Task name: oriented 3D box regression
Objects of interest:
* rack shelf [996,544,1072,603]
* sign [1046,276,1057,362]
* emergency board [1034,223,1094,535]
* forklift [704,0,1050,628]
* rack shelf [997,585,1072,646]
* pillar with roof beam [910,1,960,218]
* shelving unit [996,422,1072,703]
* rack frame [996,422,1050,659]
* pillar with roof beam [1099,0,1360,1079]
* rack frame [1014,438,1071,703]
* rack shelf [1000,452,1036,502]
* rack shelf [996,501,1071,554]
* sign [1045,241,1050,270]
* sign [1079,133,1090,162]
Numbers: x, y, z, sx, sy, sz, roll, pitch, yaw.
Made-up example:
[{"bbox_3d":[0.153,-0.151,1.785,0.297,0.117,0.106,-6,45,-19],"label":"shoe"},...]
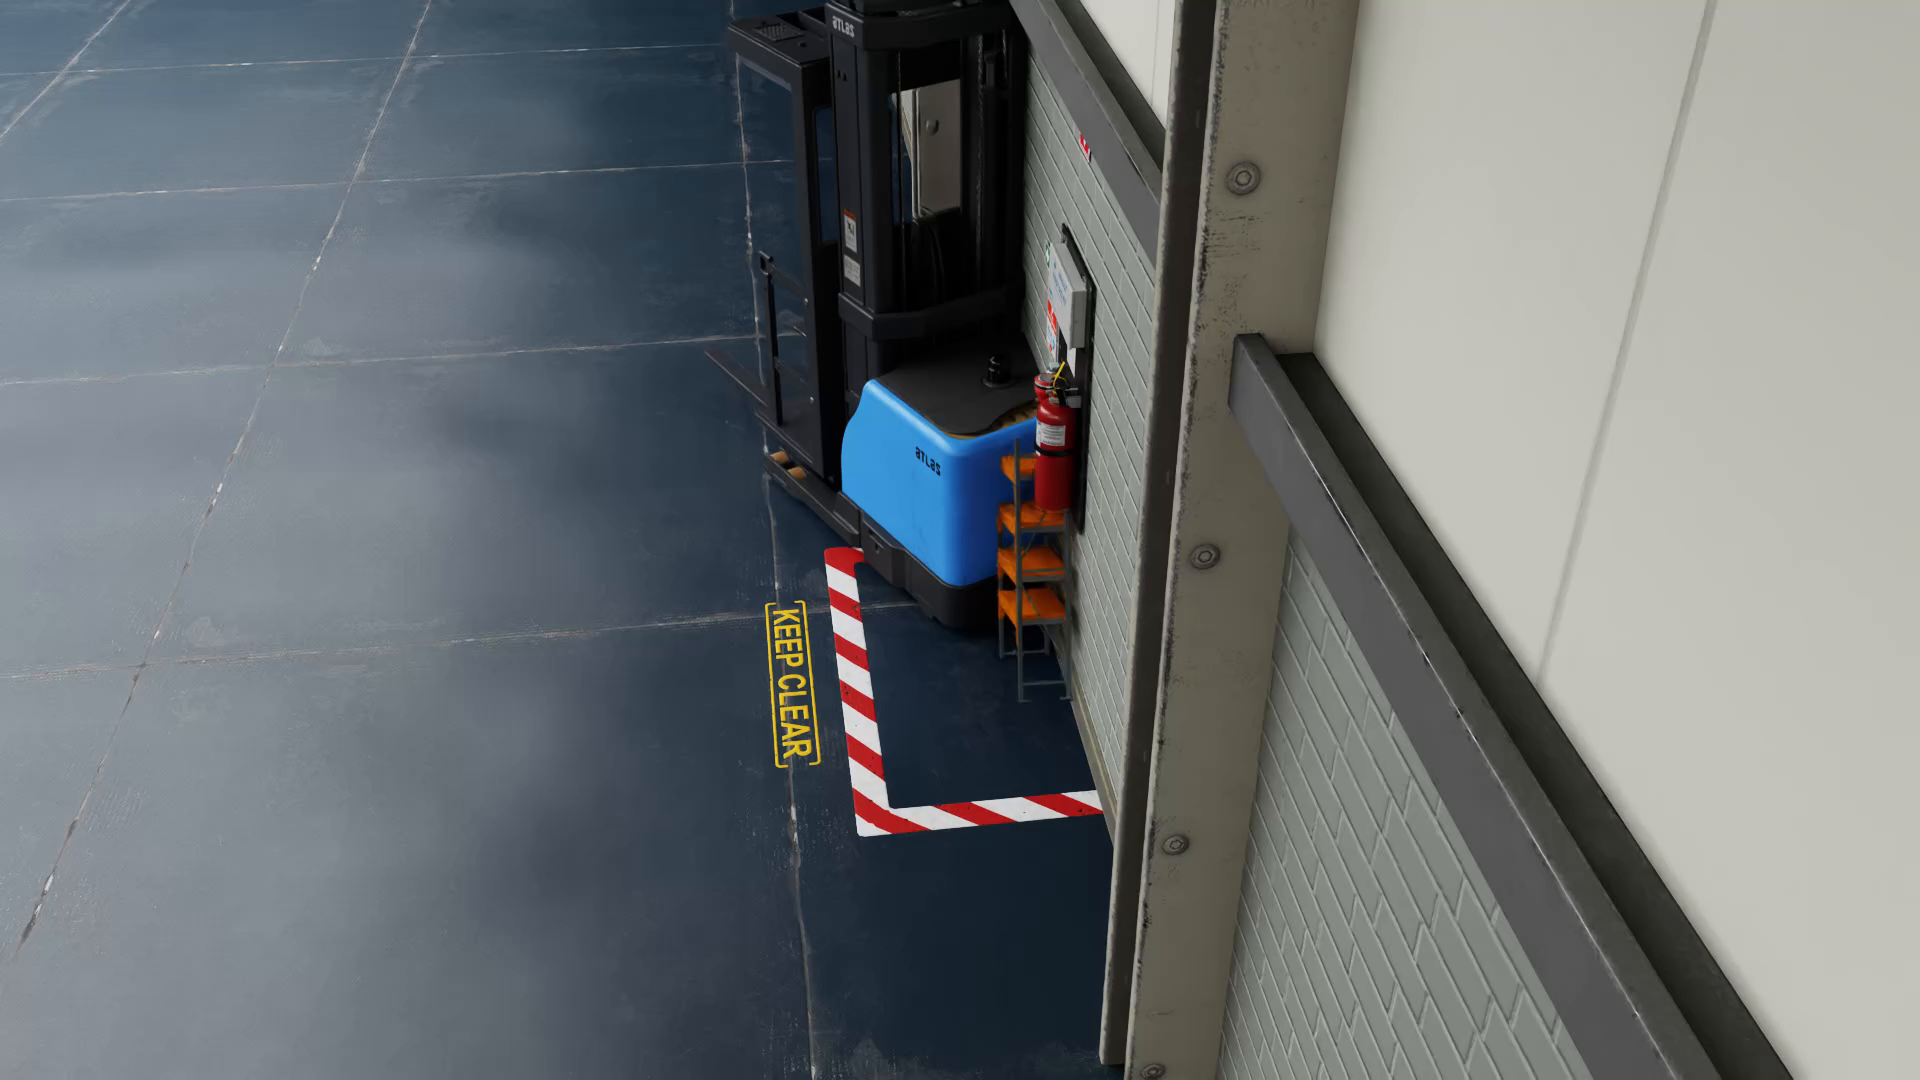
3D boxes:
[{"bbox_3d":[0.334,0.150,7.605,0.258,0.148,0.480,-3,13,-8],"label":"rack shelf"},{"bbox_3d":[0.416,-0.997,7.518,0.001,0.329,0.234,-4,35,-6],"label":"sign"},{"bbox_3d":[0.388,-0.666,7.064,0.194,1.169,0.643,-4,35,-6],"label":"emergency board"},{"bbox_3d":[-0.431,-1.577,8.461,1.130,2.935,3.031,-21,39,-27],"label":"forklift"},{"bbox_3d":[0.339,0.344,7.649,0.258,0.148,0.480,-3,13,-8],"label":"rack shelf"},{"bbox_3d":[-4.390,-4.786,7.782,9.100,9.000,0.400,-4,35,-6],"label":"pillar with roof beam"},{"bbox_3d":[0.333,0.085,7.590,0.258,1.200,0.503,-3,13,-8],"label":"shelving unit"},{"bbox_3d":[0.297,0.032,7.826,0.240,1.200,0.015,-3,13,-8],"label":"rack frame"},{"bbox_3d":[-3.583,-1.437,2.869,9.100,9.000,0.400,-4,35,-6],"label":"pillar with roof beam"},{"bbox_3d":[0.369,0.138,7.355,0.240,1.200,0.015,-3,13,-8],"label":"rack frame"},{"bbox_3d":[0.323,-0.298,7.503,0.258,0.148,0.480,-3,13,-8],"label":"rack shelf"},{"bbox_3d":[0.329,-0.068,7.555,0.258,0.148,0.480,-3,13,-8],"label":"rack shelf"},{"bbox_3d":[0.407,-1.213,7.364,0.001,0.109,0.331,-4,35,-6],"label":"sign"},{"bbox_3d":[0.485,-1.636,6.429,0.001,0.298,0.199,-4,35,-6],"label":"sign"}]
